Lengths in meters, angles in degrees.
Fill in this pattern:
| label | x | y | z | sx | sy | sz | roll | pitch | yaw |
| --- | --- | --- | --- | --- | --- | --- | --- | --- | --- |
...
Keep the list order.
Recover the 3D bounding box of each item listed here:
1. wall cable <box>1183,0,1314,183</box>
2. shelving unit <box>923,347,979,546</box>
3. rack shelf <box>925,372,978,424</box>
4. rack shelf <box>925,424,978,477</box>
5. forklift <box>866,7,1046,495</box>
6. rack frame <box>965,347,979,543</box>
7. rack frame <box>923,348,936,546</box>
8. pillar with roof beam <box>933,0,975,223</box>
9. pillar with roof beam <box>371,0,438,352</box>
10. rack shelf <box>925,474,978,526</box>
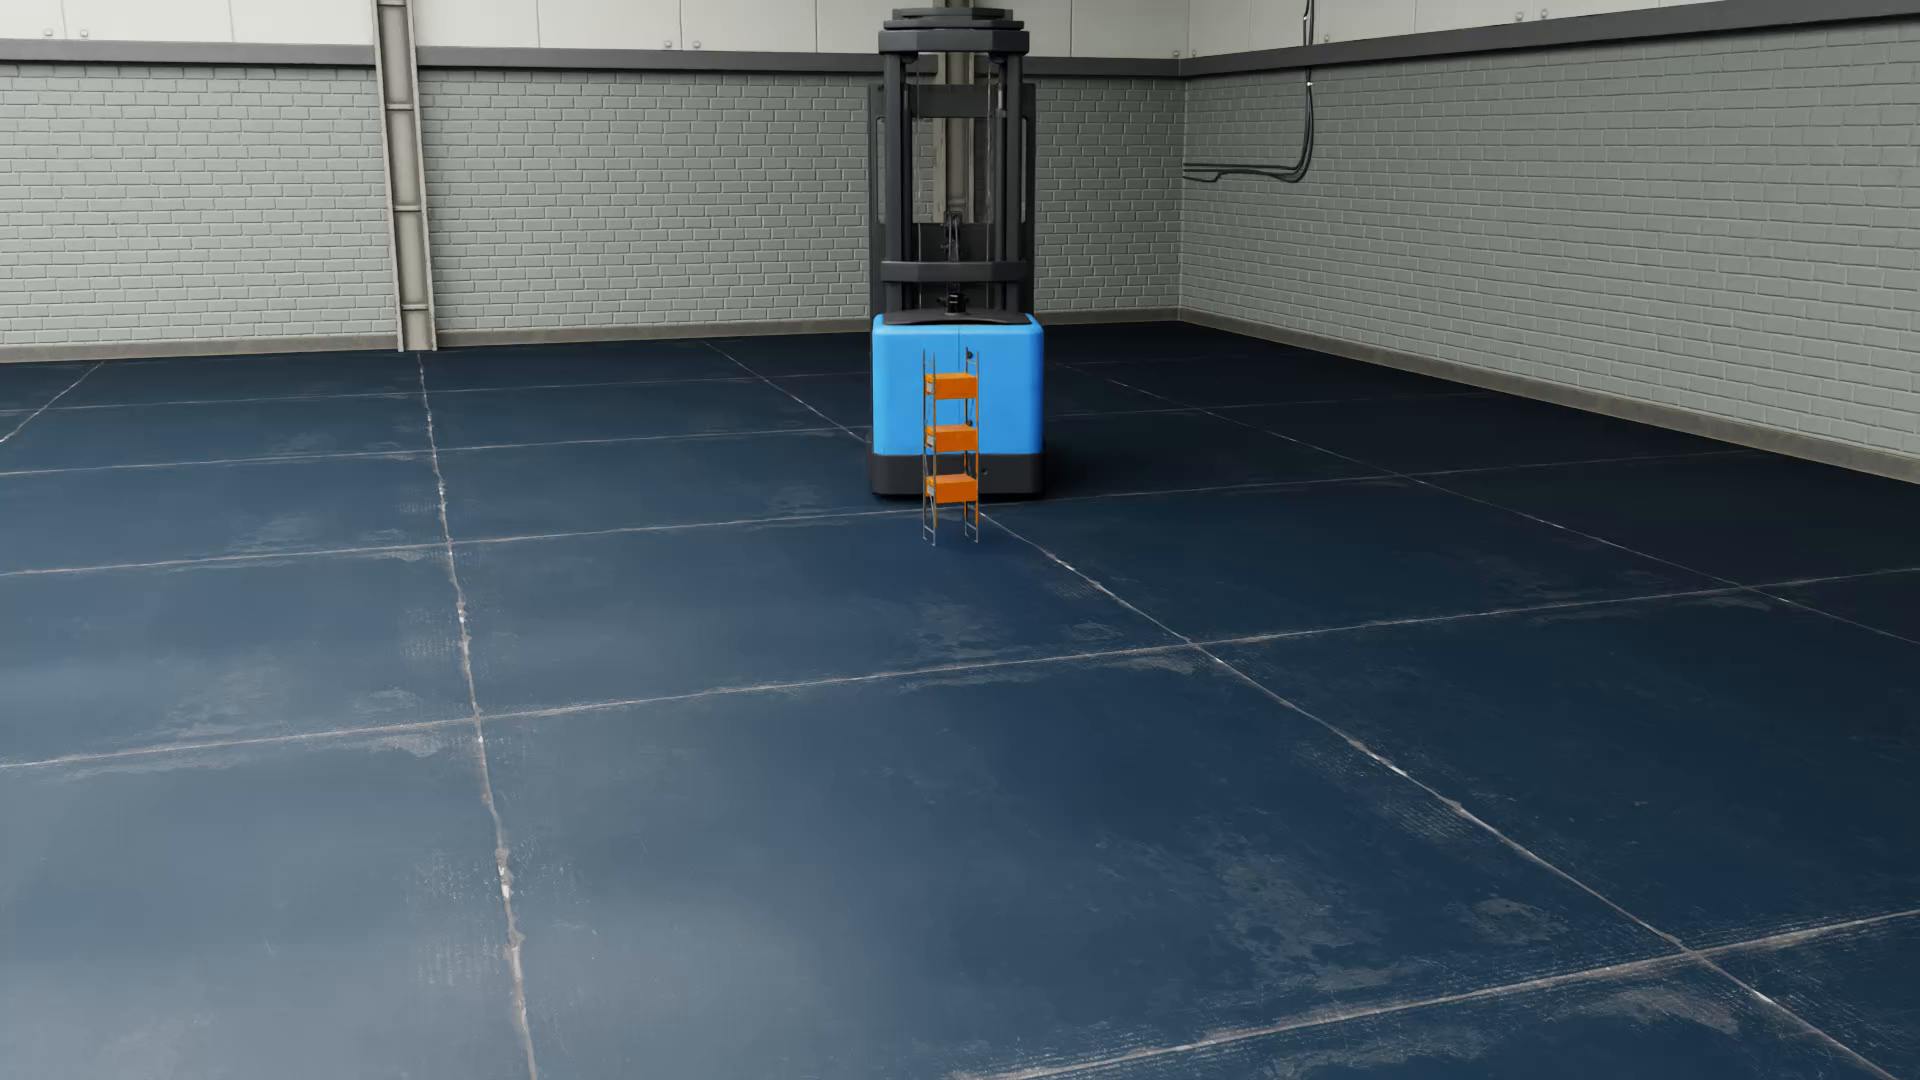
| label | x | y | z | sx | sy | sz | roll | pitch | yaw |
| --- | --- | --- | --- | --- | --- | --- | --- | --- | --- |
| wall cable | 3.140 | -5.264 | 18.538 | 0.112 | 2.526 | 3.097 | -4 | 14 | -18 |
| shelving unit | -0.051 | -0.507 | 9.005 | 0.252 | 1.050 | 0.215 | -4 | 14 | -18 |
| rack shelf | -0.051 | -0.773 | 8.941 | 0.240 | 0.259 | 0.215 | -4 | 14 | -18 |
| rack shelf | -0.051 | -0.497 | 9.007 | 0.240 | 0.259 | 0.215 | -4 | 14 | -18 |
| forklift | -0.065 | -1.982 | 11.143 | 1.130 | 2.935 | 3.031 | -1 | 13 | -2 |
| rack frame | 0.065 | -0.516 | 9.043 | 0.008 | 1.050 | 0.200 | -4 | 14 | -18 |
| rack frame | -0.166 | -0.498 | 8.967 | 0.008 | 1.050 | 0.200 | -4 | 14 | -18 |
| pillar with roof beam | 1.300 | -5.903 | 14.514 | 0.400 | 9.000 | 9.100 | -4 | 14 | -18 |
| pillar with roof beam | -4.387 | -5.460 | 12.652 | 0.400 | 9.000 | 9.100 | -4 | 14 | -18 |
| rack shelf | -0.051 | -0.226 | 9.071 | 0.240 | 0.259 | 0.215 | -4 | 14 | -18 |
